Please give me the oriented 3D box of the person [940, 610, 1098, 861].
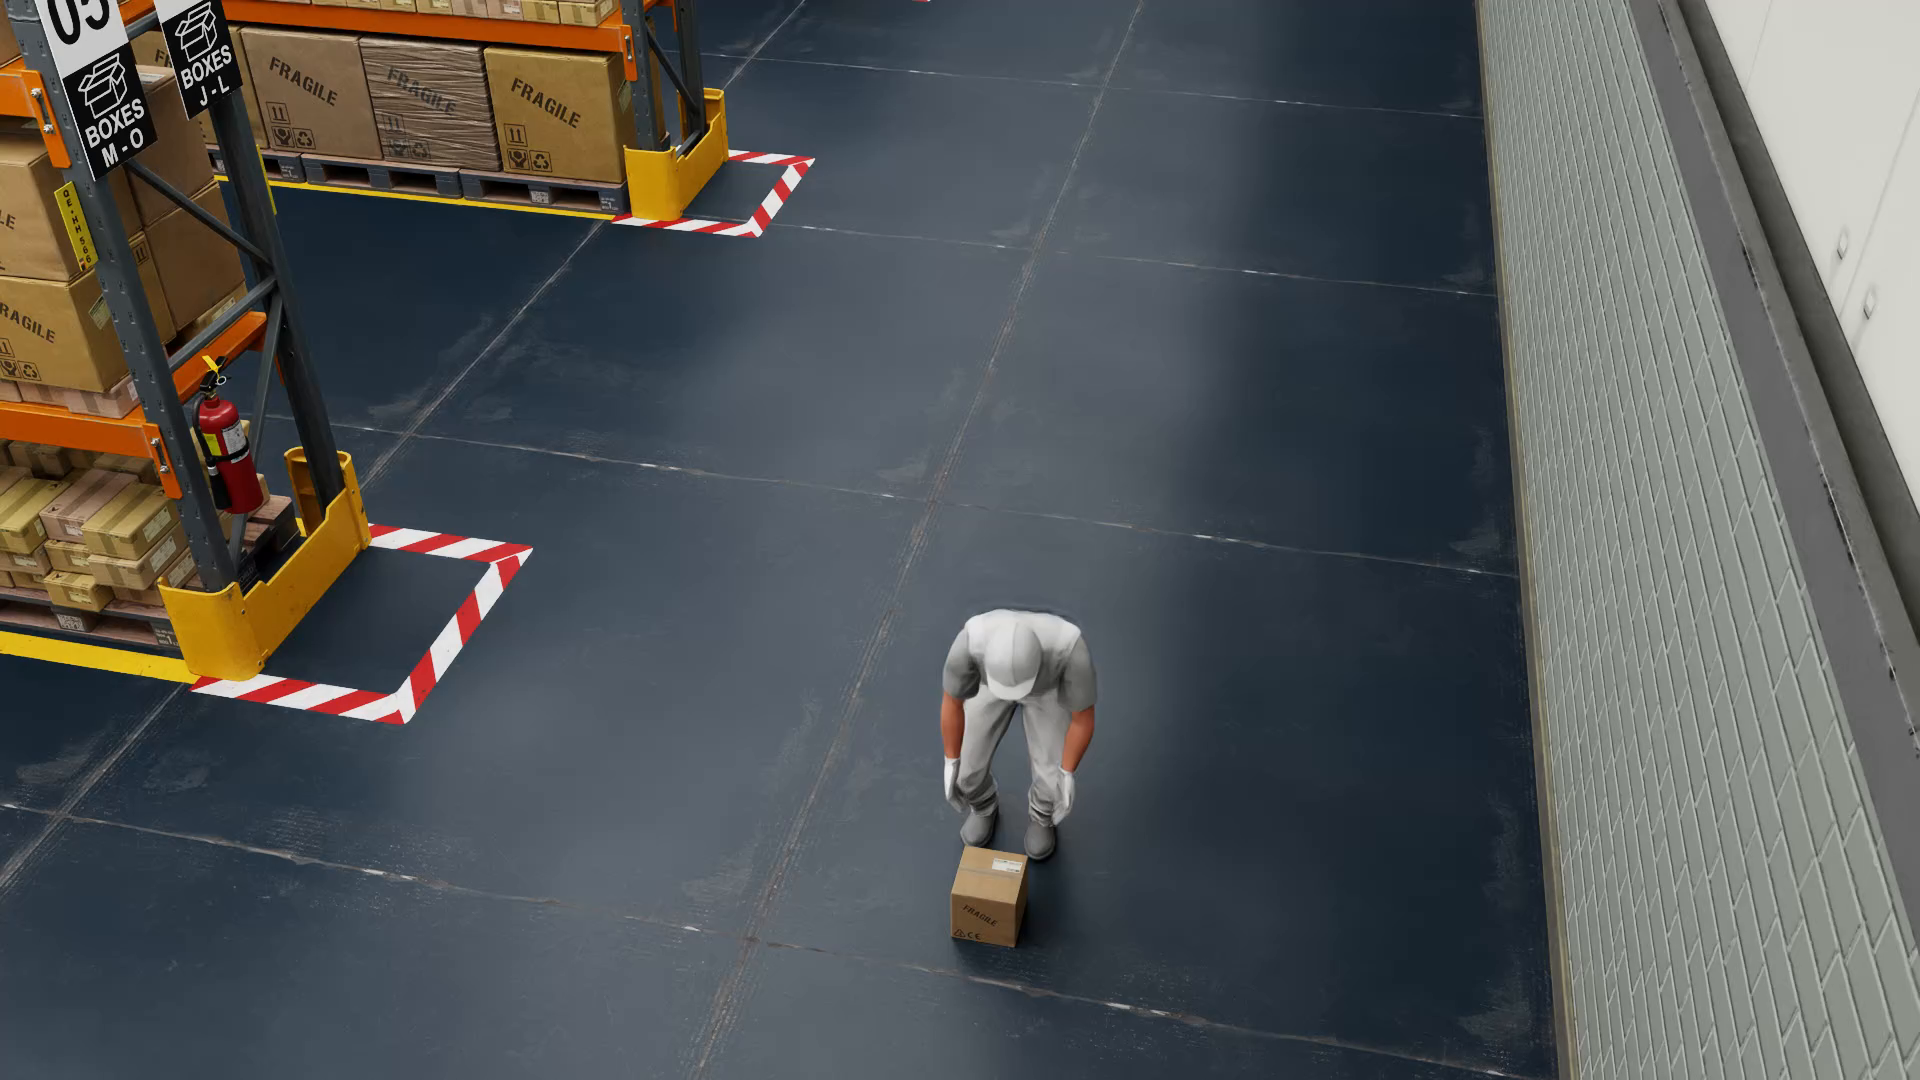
[{"bbox_3d":[0.238,0.699,6.364,0.584,1.351,0.795,7,37,10],"label":"person"}]
